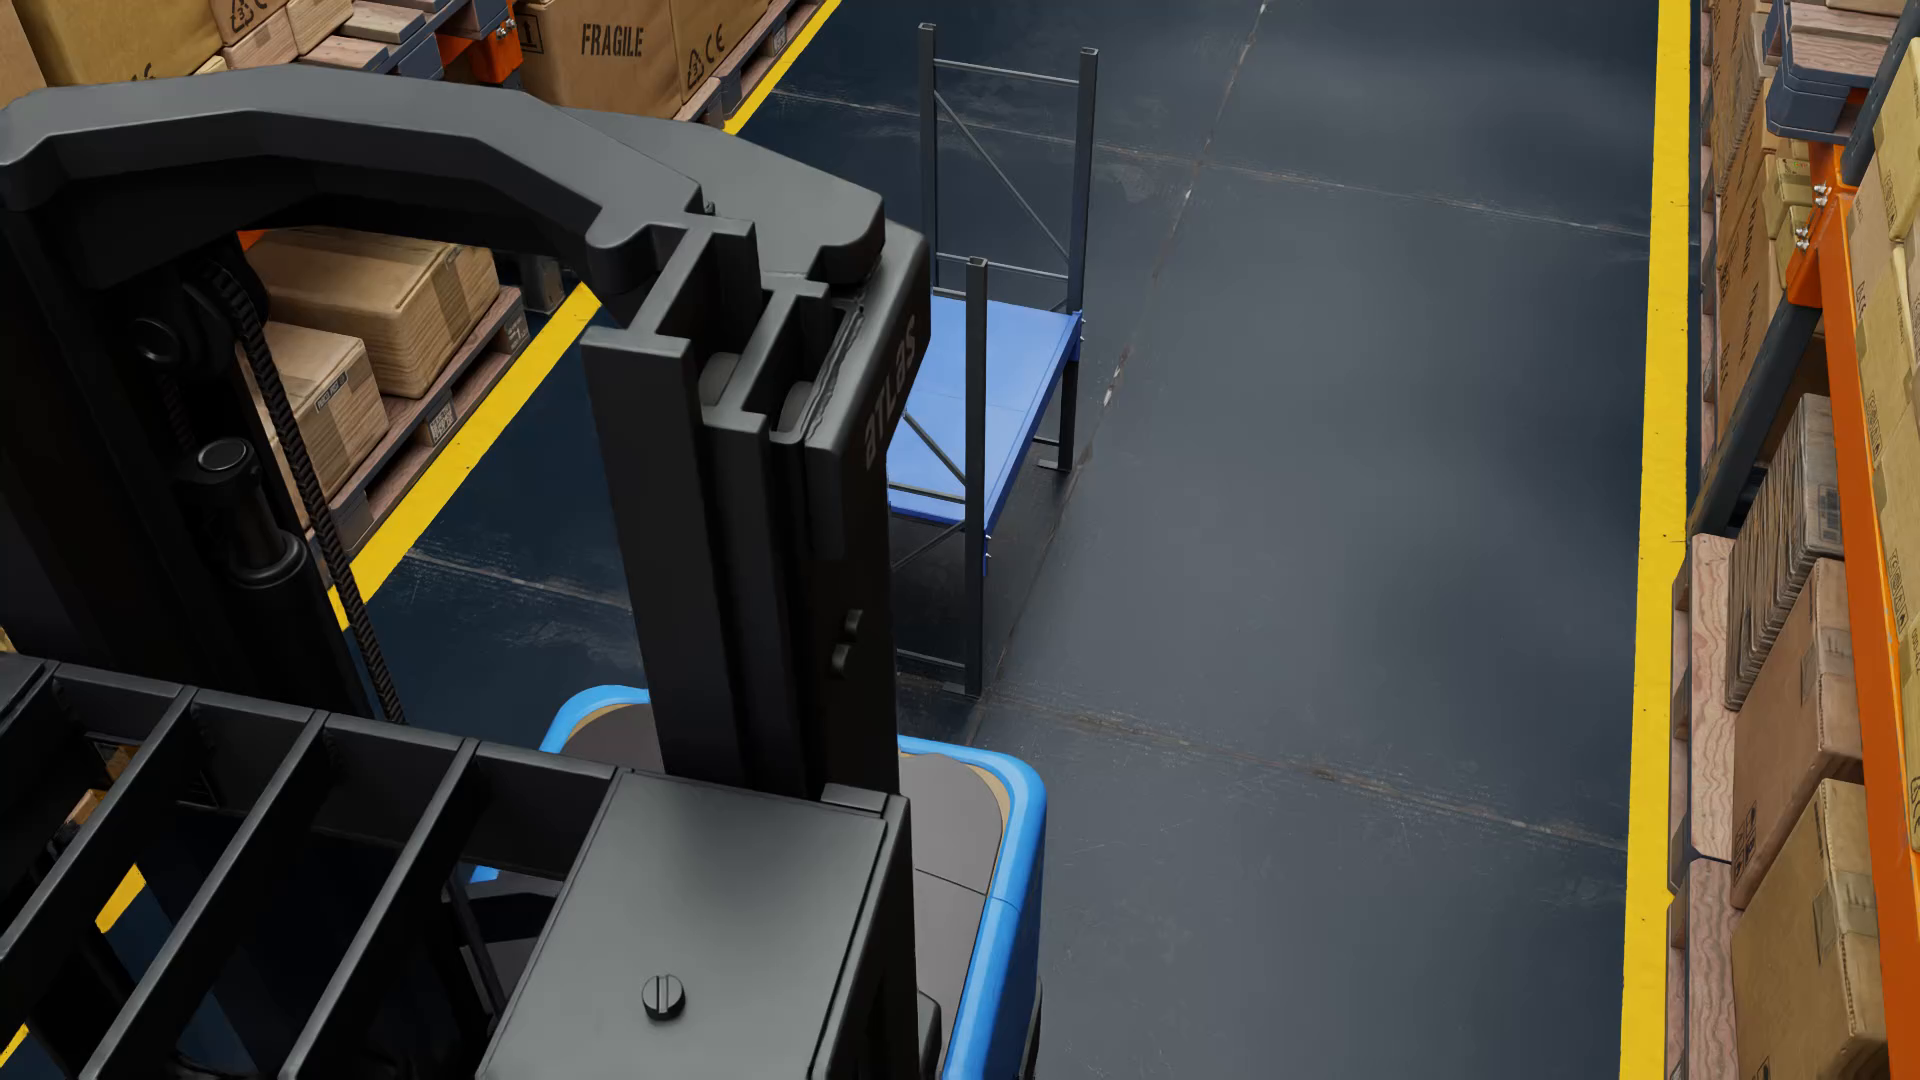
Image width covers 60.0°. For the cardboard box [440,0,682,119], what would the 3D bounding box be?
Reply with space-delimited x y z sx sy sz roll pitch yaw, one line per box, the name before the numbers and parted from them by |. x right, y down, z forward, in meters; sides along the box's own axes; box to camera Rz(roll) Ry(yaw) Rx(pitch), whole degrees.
cardboard box | -1.667 -1.865 6.230 0.875 0.875 0.875 12 46 12

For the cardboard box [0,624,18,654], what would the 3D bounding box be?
cardboard box | -2.587 0.130 4.551 0.950 0.372 0.625 14 46 14

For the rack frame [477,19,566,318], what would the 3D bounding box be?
rack frame | -1.956 -2.032 5.182 1.000 3.000 0.127 13 46 13

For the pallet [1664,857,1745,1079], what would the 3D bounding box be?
pallet | 2.118 1.365 3.704 1.003 0.211 1.213 13 46 13

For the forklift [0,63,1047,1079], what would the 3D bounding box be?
forklift | -0.638 1.085 2.045 1.130 2.935 3.031 9 45 9

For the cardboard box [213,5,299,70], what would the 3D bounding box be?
cardboard box | -1.960 -1.286 4.299 0.380 0.149 0.250 11 45 11

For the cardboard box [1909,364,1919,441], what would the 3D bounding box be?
cardboard box | 2.081 -0.185 3.045 0.500 0.250 0.500 11 46 11

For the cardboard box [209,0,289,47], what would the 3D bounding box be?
cardboard box | -1.974 -1.615 4.171 0.500 0.500 0.500 12 46 12

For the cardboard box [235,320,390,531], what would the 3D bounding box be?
cardboard box | -2.352 -0.375 5.067 0.950 0.372 0.625 12 46 12

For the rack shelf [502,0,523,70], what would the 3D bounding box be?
rack shelf | -1.350 -3.108 6.796 1.077 0.370 4.000 13 46 13

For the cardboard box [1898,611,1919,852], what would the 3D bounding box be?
cardboard box | 1.944 0.339 2.866 0.500 0.250 0.500 14 46 14

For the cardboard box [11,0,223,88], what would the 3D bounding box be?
cardboard box | -2.126 -1.278 3.827 0.500 0.500 0.500 10 45 10

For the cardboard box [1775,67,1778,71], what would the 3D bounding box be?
cardboard box | 3.113 -1.732 5.899 0.380 0.149 0.250 11 45 11

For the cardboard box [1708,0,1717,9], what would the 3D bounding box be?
cardboard box | 3.627 -2.631 7.281 0.500 0.500 0.500 14 46 14

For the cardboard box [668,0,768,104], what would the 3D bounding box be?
cardboard box | -1.393 -2.459 6.837 0.875 0.875 0.875 13 46 13

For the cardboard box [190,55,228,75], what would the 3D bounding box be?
cardboard box | -2.030 -1.100 4.109 0.380 0.149 0.250 13 46 13

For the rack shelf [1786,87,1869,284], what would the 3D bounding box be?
rack shelf | 3.382 -2.059 5.724 1.077 0.370 4.000 13 46 13

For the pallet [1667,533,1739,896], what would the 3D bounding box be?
pallet | 2.490 0.554 4.533 1.003 0.211 1.213 13 46 13

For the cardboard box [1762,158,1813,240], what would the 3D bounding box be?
cardboard box | 2.738 -1.043 5.194 0.380 0.149 0.250 10 45 10

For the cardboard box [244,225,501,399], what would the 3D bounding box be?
cardboard box | -2.136 -0.868 5.571 0.950 0.372 0.625 10 45 10

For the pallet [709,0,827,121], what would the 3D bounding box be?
pallet | -1.274 -2.355 7.506 1.003 0.211 1.213 13 46 13

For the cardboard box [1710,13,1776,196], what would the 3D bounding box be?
cardboard box | 3.156 -1.598 6.225 0.500 0.500 0.500 11 45 11

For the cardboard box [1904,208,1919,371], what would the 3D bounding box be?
cardboard box | 2.256 -0.531 3.397 0.500 0.250 0.500 14 46 14

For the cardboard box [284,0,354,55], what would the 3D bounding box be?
cardboard box | -1.876 -1.452 4.469 0.380 0.149 0.250 12 46 12

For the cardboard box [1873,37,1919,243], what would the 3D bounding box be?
cardboard box | 2.385 -0.869 3.743 0.500 0.250 0.500 12 46 12

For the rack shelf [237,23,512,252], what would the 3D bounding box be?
rack shelf | -2.561 -0.442 4.071 1.077 0.370 4.000 13 46 13

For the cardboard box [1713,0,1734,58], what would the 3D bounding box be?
cardboard box | 3.475 -2.274 6.916 0.500 0.500 0.500 12 46 12

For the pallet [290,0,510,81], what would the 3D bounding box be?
pallet | -2.070 -1.466 4.740 1.213 0.211 1.003 13 46 13

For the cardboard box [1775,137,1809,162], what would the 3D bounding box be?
cardboard box | 2.859 -1.209 5.364 0.380 0.149 0.250 11 45 11

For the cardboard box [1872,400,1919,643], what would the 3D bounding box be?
cardboard box | 2.103 -0.006 3.219 0.500 0.250 0.500 11 45 11

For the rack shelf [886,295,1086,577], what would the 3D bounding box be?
rack shelf | -0.026 -0.351 4.793 0.538 0.185 1.000 13 46 13

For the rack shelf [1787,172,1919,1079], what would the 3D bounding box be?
rack shelf | 2.171 0.607 2.999 1.077 0.370 4.000 13 46 13

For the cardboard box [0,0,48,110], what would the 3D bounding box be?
cardboard box | -2.292 -0.915 3.456 0.500 0.500 0.500 11 45 11

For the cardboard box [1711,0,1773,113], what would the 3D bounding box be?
cardboard box | 3.319 -1.942 6.577 0.500 0.500 0.500 11 45 11

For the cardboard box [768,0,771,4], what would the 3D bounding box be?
cardboard box | -1.122 -3.055 7.446 0.875 0.875 0.875 14 46 14

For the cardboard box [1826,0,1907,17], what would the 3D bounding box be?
cardboard box | 2.609 -1.562 4.581 0.380 0.149 0.250 13 46 13

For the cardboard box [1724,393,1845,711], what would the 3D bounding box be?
cardboard box | 2.574 0.129 4.372 0.875 0.625 0.625 14 46 14

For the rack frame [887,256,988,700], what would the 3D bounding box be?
rack frame | -0.180 -0.140 4.321 0.500 1.500 0.032 13 46 13

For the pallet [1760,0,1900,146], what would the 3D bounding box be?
pallet | 2.915 -1.381 4.654 1.213 0.211 1.003 13 46 13

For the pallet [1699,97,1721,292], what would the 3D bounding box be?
pallet | 3.410 -1.286 6.414 1.003 0.211 1.213 13 46 13

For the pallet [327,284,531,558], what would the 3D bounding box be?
pallet | -2.194 -0.515 5.625 1.003 0.211 1.213 13 46 13

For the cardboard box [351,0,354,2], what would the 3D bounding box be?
cardboard box | -1.843 -1.630 4.650 0.380 0.149 0.250 13 46 13

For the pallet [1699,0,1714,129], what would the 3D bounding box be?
pallet | 3.777 -2.102 7.248 1.003 0.211 1.213 13 46 13

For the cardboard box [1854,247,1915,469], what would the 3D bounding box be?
cardboard box | 2.252 -0.351 3.571 0.500 0.250 0.500 12 46 12

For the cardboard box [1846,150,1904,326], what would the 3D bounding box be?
cardboard box | 2.409 -0.685 3.913 0.500 0.250 0.500 13 46 13

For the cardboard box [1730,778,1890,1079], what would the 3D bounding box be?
cardboard box | 2.180 1.015 3.466 0.875 0.625 0.625 11 45 11

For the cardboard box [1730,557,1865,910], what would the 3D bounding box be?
cardboard box | 2.384 0.566 3.925 0.875 0.625 0.625 14 46 14

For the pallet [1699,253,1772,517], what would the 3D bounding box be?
pallet | 3.038 -0.476 5.585 1.003 0.211 1.213 13 46 13

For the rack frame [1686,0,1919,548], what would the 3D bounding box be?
rack frame | 2.776 -0.983 4.110 1.000 3.000 0.127 13 46 13

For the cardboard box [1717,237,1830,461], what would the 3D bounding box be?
cardboard box | 2.699 -0.567 5.172 0.500 0.500 0.500 14 46 14

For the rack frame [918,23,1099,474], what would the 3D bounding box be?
rack frame | 0.128 -0.818 5.014 0.500 1.500 0.032 13 46 13

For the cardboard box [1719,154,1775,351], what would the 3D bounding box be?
cardboard box | 2.861 -0.898 5.510 0.500 0.500 0.500 12 46 12

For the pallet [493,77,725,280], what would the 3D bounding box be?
pallet | -1.645 -1.545 6.678 1.003 0.211 1.213 13 46 13

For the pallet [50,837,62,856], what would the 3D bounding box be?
pallet | -2.933 1.112 3.963 1.003 0.211 1.213 13 46 13

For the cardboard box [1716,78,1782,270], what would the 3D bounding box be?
cardboard box | 3.017 -1.248 5.867 0.500 0.500 0.500 14 46 14

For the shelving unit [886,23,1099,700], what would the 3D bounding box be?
shelving unit | -0.026 -0.479 4.667 0.538 1.500 1.048 13 46 13

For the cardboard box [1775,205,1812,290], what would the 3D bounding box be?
cardboard box | 2.684 -0.854 5.002 0.380 0.149 0.250 10 45 11

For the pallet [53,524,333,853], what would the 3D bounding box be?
pallet | -2.565 0.296 4.797 1.003 0.211 1.213 13 46 13
